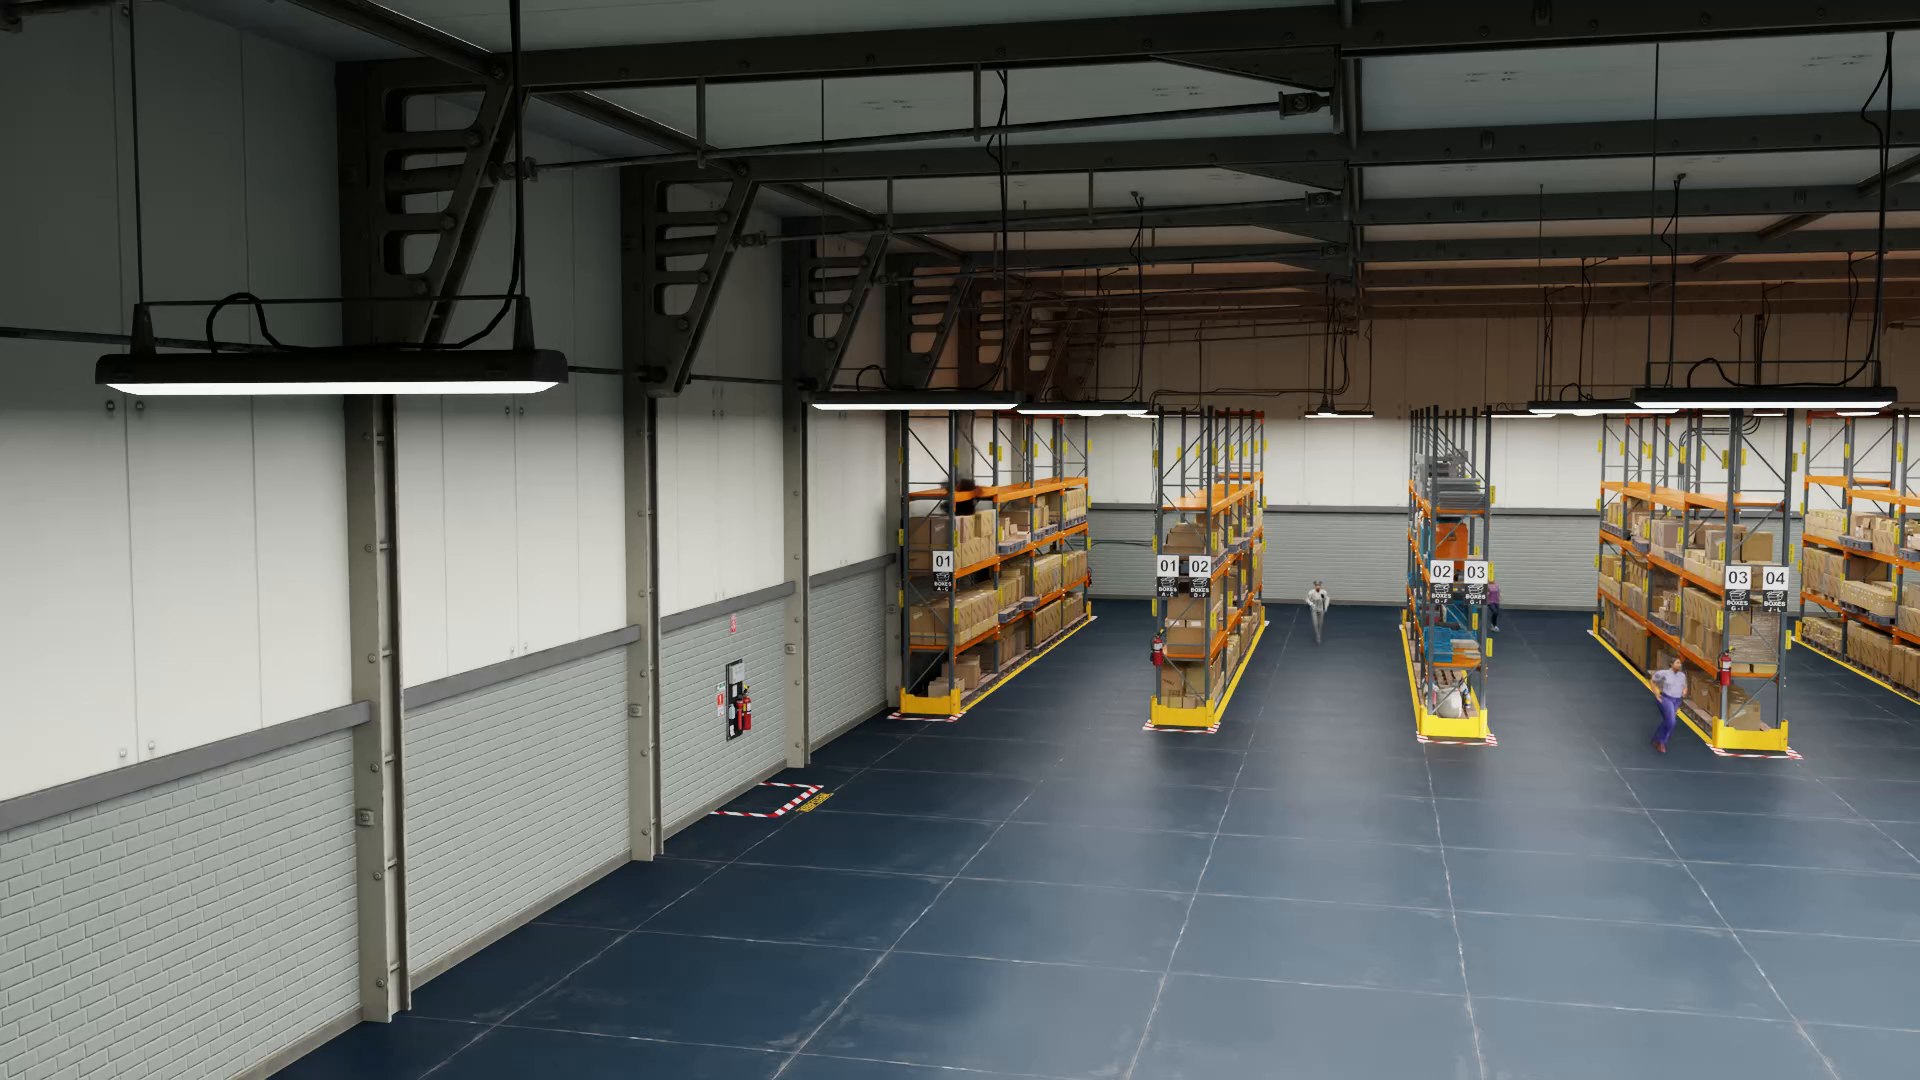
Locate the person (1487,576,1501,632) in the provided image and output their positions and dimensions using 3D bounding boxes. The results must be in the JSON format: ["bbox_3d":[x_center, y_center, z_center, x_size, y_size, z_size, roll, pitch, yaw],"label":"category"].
[{"bbox_3d":[14.414,1.710,45.039,0.545,1.566,0.629,-1,4,-16],"label":"person"}]

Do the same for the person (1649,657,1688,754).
[{"bbox_3d":[12.302,2.857,28.834,0.633,1.664,0.654,-1,4,-20],"label":"person"}]

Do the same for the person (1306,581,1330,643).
[{"bbox_3d":[9.261,1.837,43.056,0.596,1.626,0.669,1,4,14],"label":"person"}]
